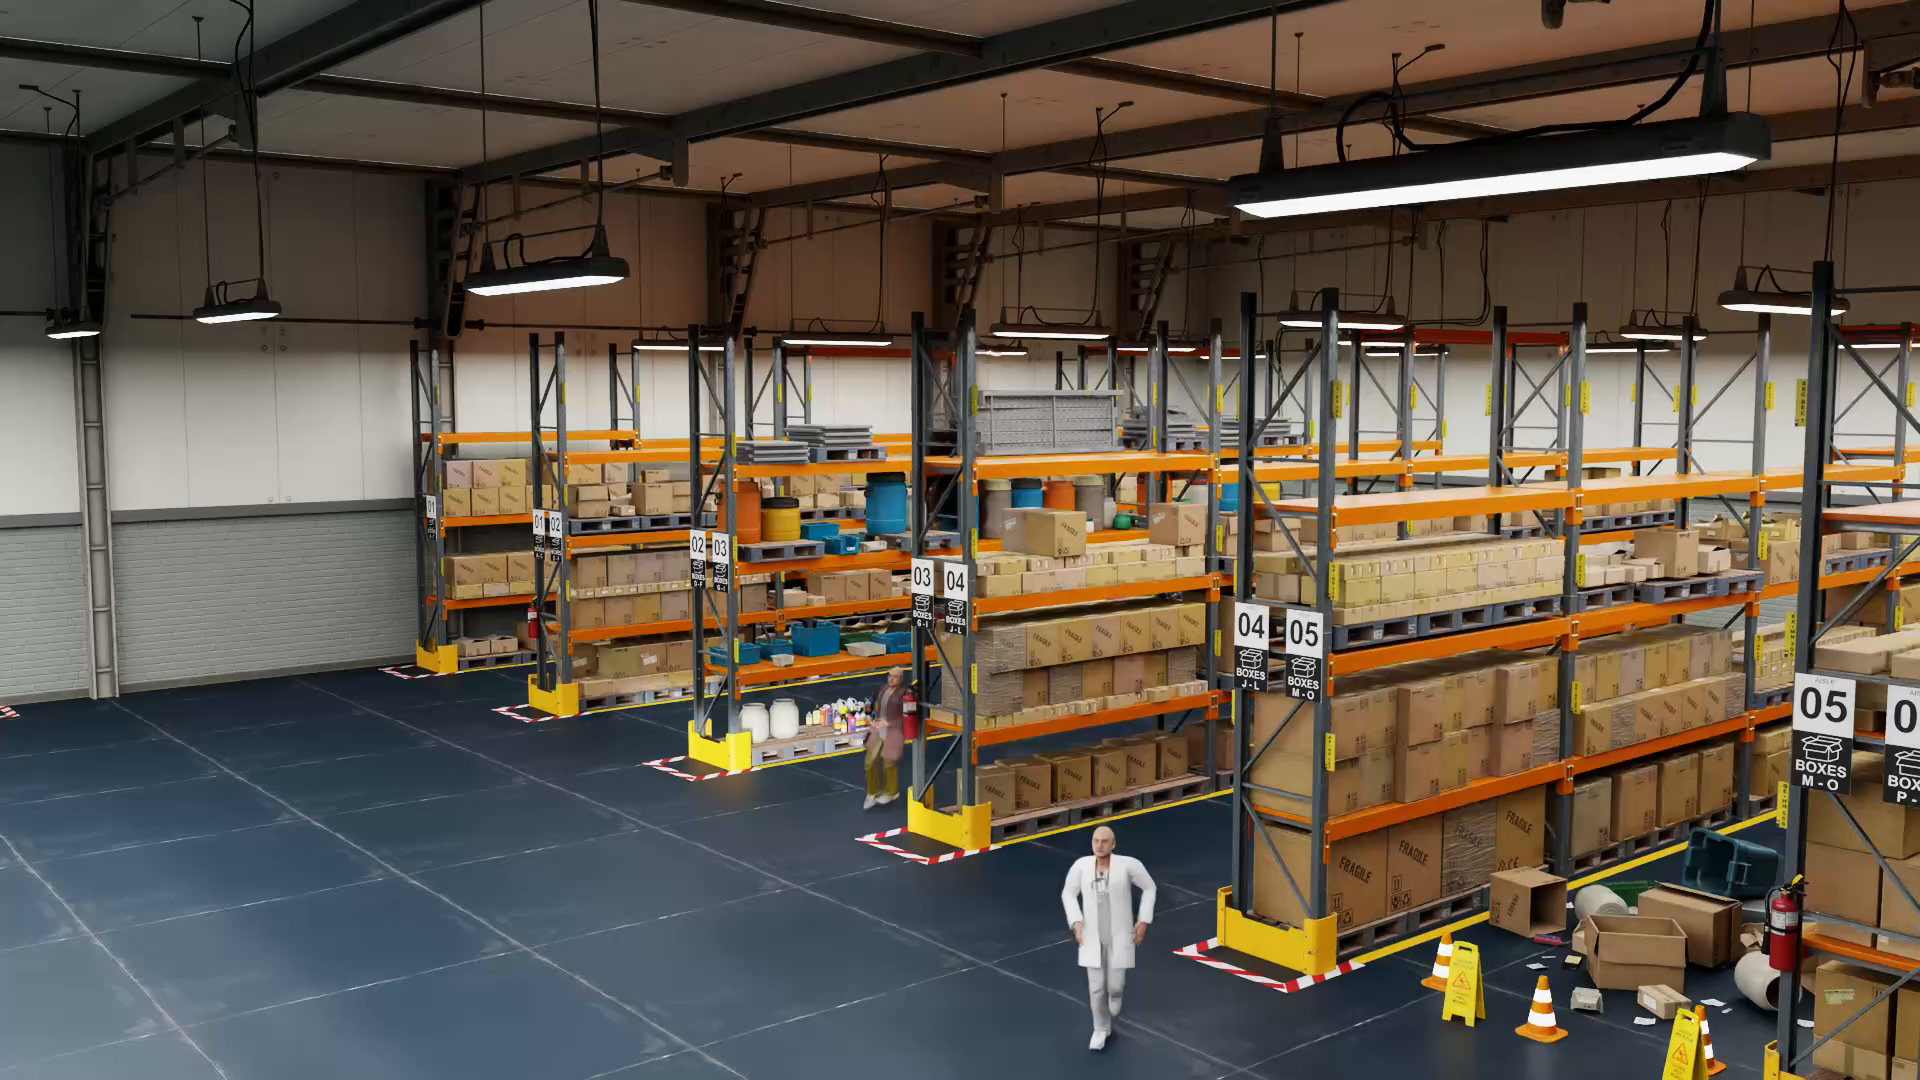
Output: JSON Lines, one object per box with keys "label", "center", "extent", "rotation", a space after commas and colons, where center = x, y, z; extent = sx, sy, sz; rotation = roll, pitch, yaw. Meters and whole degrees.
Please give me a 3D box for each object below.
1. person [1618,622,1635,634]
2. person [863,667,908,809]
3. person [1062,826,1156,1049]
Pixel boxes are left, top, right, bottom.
{"label": "person", "center": [10.234, 1.996, 25.511], "extent": [0.642, 1.602, 0.599], "rotation": [-5, 7, -43]}
{"label": "person", "center": [-0.834, 2.429, 20.308], "extent": [0.667, 1.791, 0.715], "rotation": [3, 6, 30]}
{"label": "person", "center": [1.163, 3.099, 13.084], "extent": [0.739, 1.748, 0.707], "rotation": [1, 5, 14]}
